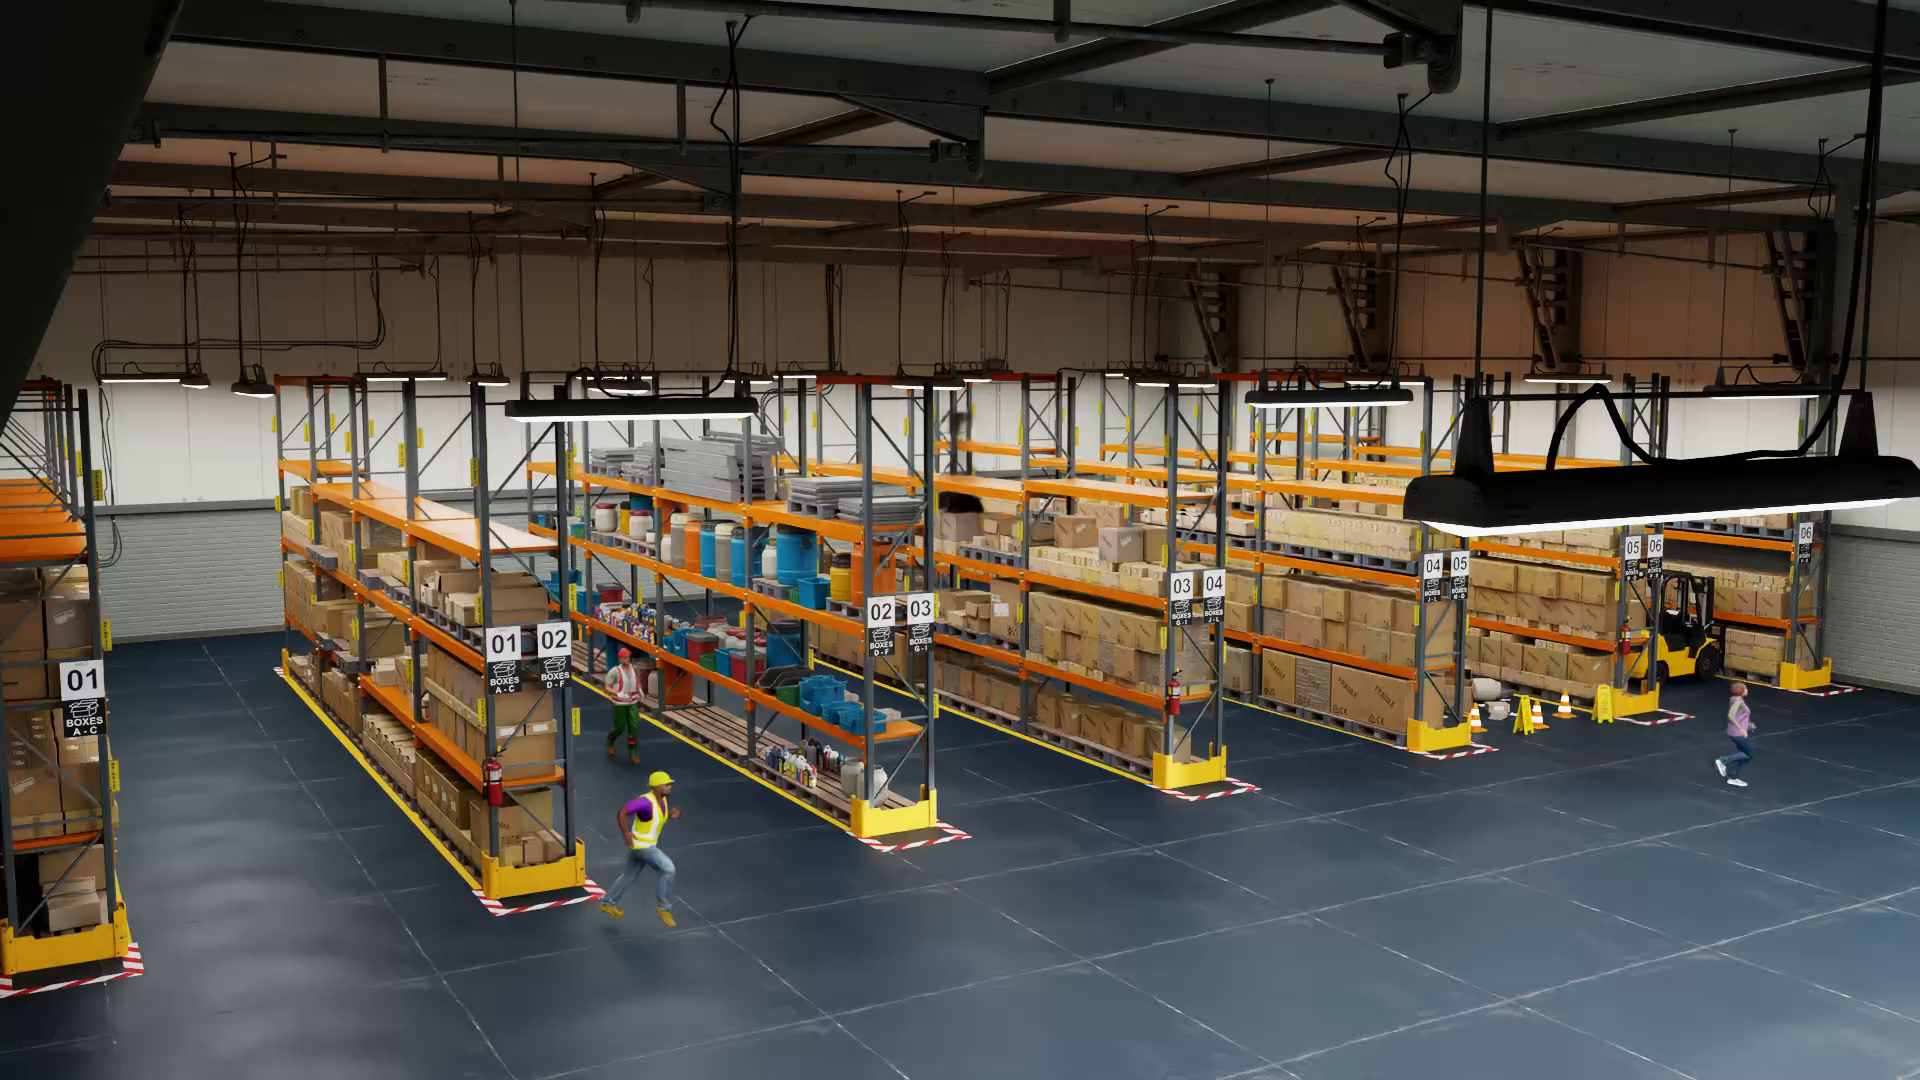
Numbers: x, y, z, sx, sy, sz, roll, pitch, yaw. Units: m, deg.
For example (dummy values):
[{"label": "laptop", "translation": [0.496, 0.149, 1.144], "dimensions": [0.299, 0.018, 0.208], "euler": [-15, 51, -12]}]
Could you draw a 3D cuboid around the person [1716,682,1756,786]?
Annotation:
[{"label": "person", "translation": [11.513, 2.875, 24.656], "dimensions": [0.548, 1.560, 0.538], "euler": [2, 7, 19]}]

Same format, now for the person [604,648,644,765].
[{"label": "person", "translation": [-5.279, 2.582, 26.153], "dimensions": [0.684, 1.795, 0.865], "euler": [-5, 8, -40]}]

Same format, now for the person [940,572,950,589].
[{"label": "person", "translation": [-0.380, 0.769, 43.635], "dimensions": [0.522, 1.644, 0.724], "euler": [4, 7, 32]}]

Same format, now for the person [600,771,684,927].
[{"label": "person", "translation": [-3.569, 3.451, 18.586], "dimensions": [0.957, 1.768, 0.690], "euler": [0, 6, -1]}]
